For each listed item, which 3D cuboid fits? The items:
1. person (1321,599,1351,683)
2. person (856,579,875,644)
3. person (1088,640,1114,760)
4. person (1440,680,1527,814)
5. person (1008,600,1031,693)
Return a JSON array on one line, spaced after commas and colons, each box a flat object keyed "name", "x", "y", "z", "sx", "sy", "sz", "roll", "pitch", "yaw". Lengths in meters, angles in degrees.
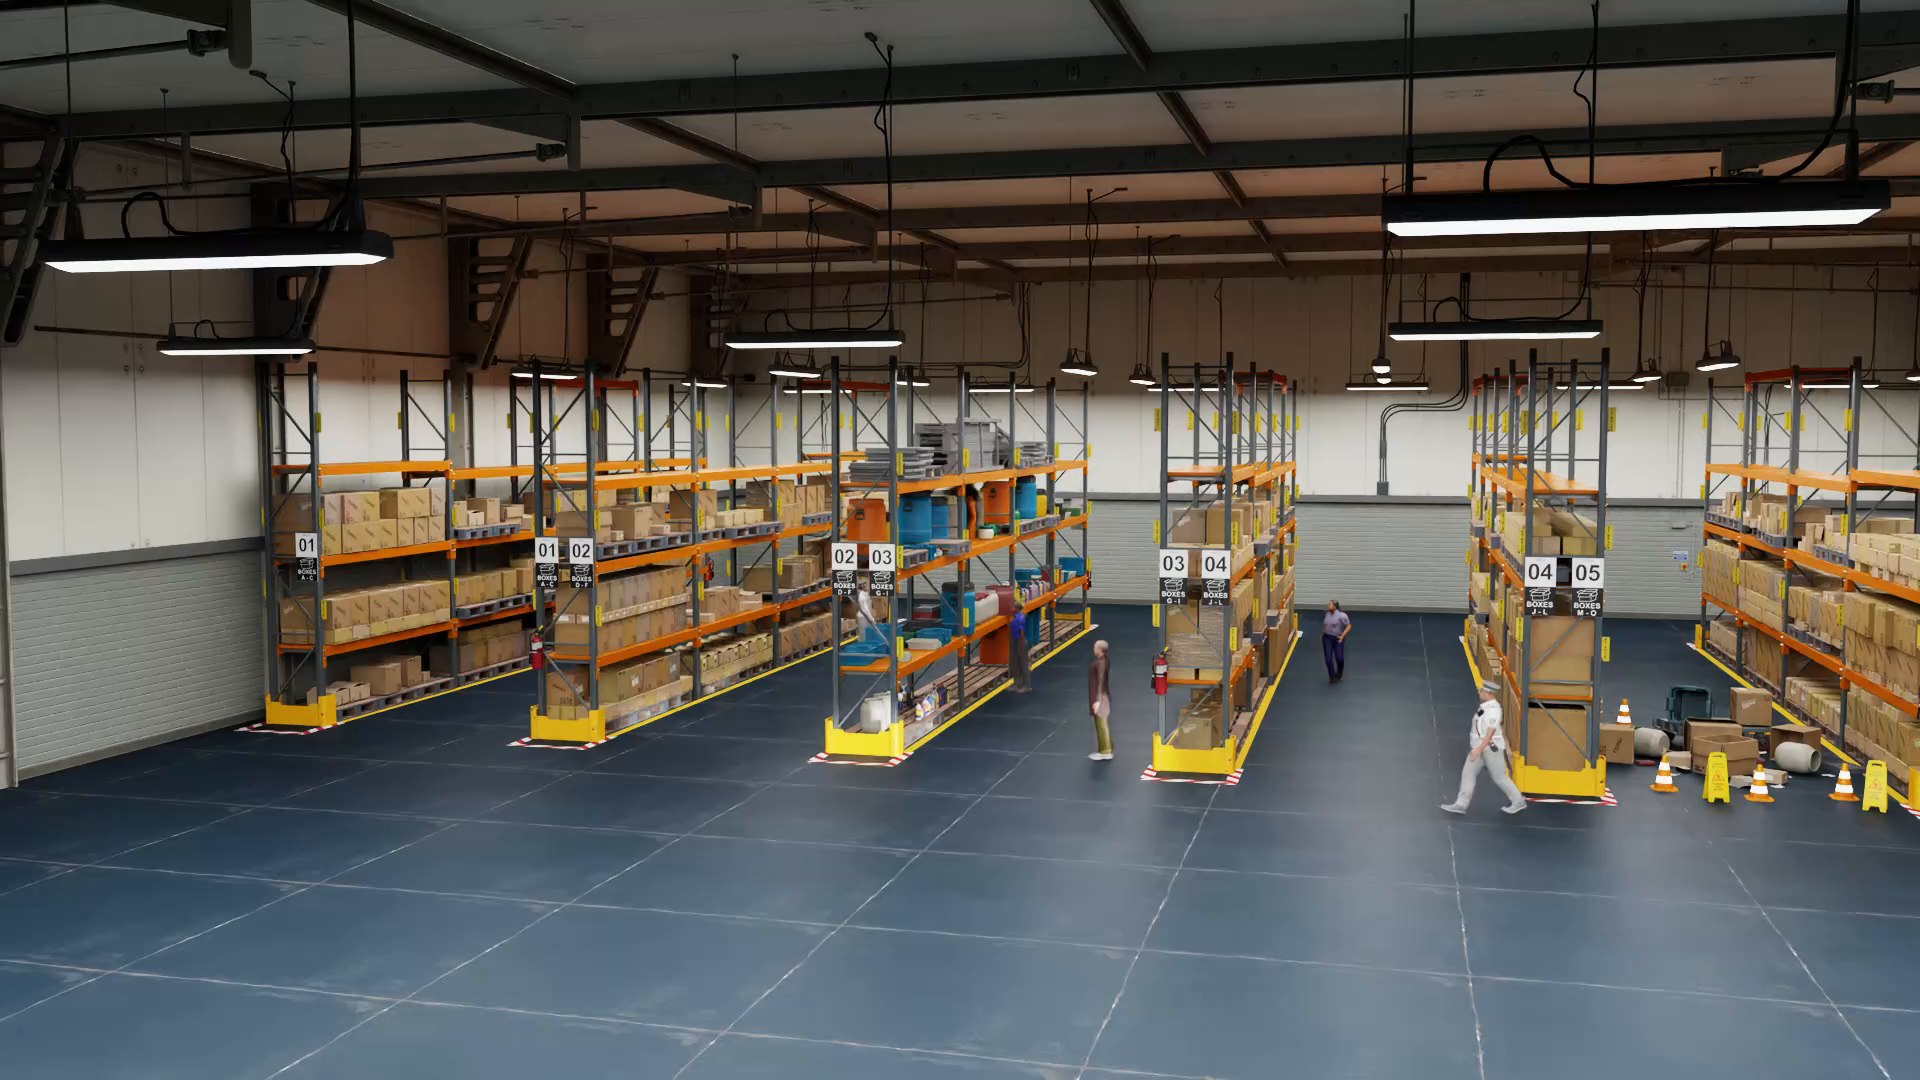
[{"name": "person", "x": 7.258, "y": 1.968, "z": 32.104, "sx": 0.567, "sy": 1.594, "sz": 0.497, "roll": 1, "pitch": 4, "yaw": 18}, {"name": "person", "x": -1.985, "y": 1.676, "z": 35.330, "sx": 0.437, "sy": 1.694, "sz": 0.489, "roll": 1, "pitch": 4, "yaw": 11}, {"name": "person", "x": 2.096, "y": 2.376, "z": 24.715, "sx": 0.371, "sy": 1.793, "sz": 0.690, "roll": 1, "pitch": 4, "yaw": 13}, {"name": "person", "x": 6.682, "y": 2.641, "z": 21.137, "sx": 1.022, "sy": 1.731, "sz": 0.506, "roll": -1, "pitch": 4, "yaw": -9}, {"name": "person", "x": 1.072, "y": 1.929, "z": 30.320, "sx": 0.383, "sy": 1.674, "sz": 0.473, "roll": -1, "pitch": 4, "yaw": -19}]
